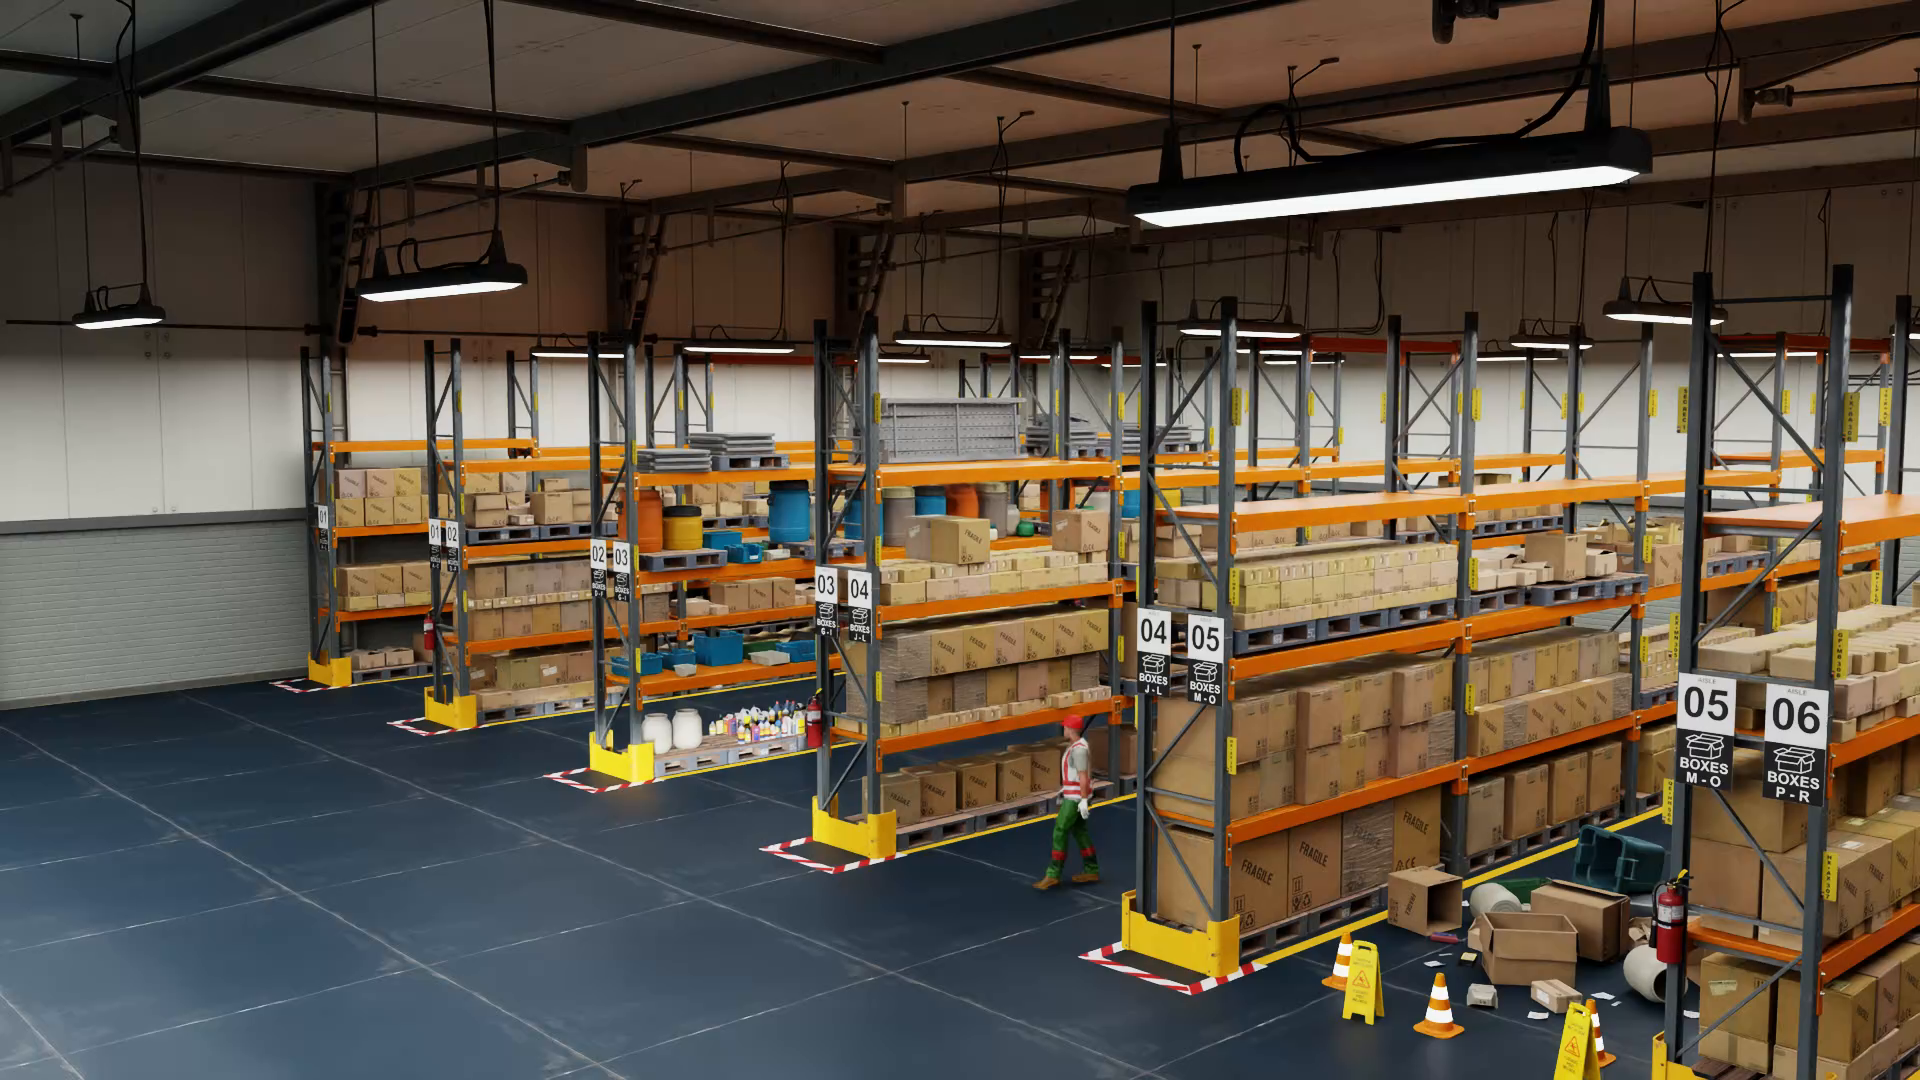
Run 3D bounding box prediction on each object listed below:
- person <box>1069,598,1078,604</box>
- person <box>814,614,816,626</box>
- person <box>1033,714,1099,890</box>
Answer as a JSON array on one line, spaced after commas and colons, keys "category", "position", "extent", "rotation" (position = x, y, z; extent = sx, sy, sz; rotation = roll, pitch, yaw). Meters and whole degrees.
[{"category": "person", "position": [2.042, 1.492, 32.006], "extent": [0.999, 1.687, 0.618], "rotation": [-3, 6, -35]}, {"category": "person", "position": [-2.755, 1.445, 33.059], "extent": [0.709, 1.638, 0.567], "rotation": [-4, 7, -40]}, {"category": "person", "position": [1.136, 2.734, 17.543], "extent": [0.673, 1.788, 0.627], "rotation": [1, 5, 8]}]
